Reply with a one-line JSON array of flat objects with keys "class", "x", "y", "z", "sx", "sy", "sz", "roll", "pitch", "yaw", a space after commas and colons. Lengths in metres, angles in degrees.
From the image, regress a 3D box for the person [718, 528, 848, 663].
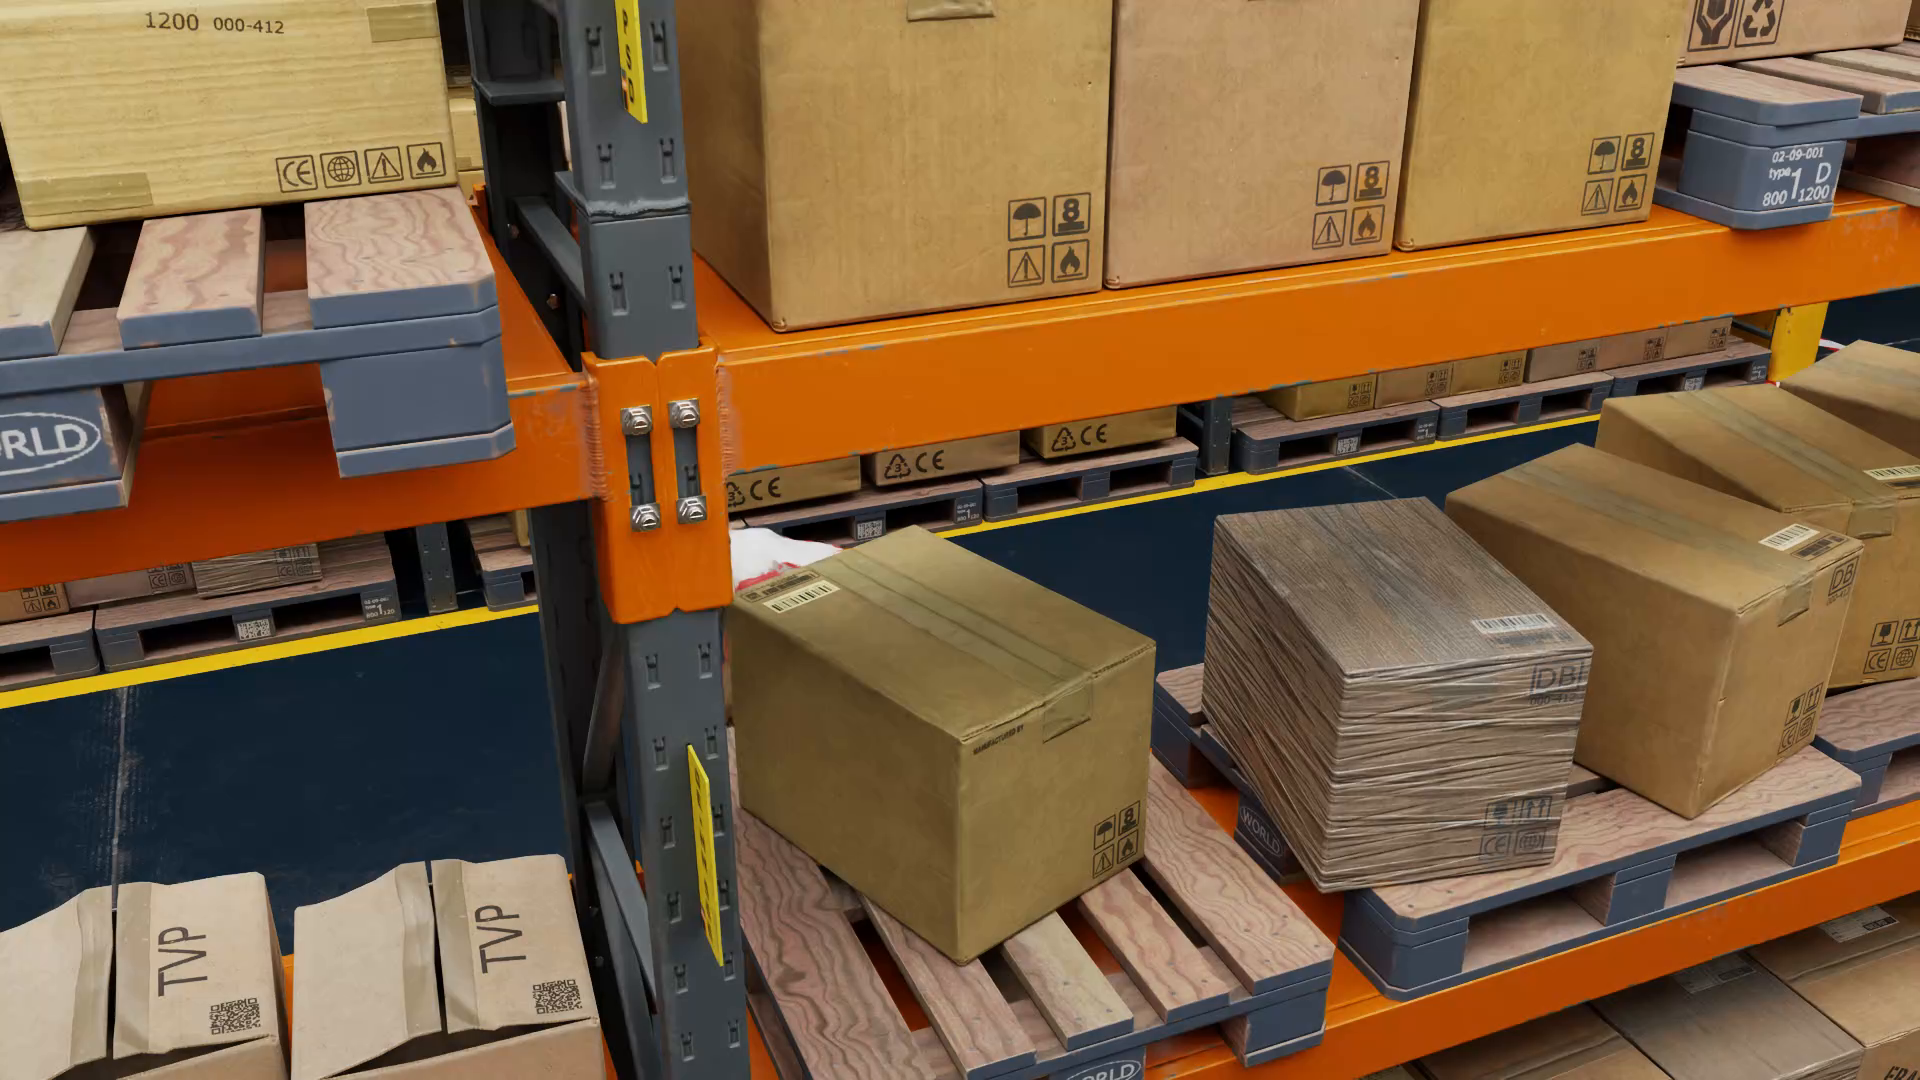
[{"class": "person", "x": -0.617, "y": 0.505, "z": 5.476, "sx": 0.887, "sy": 1.401, "sz": 0.480, "roll": -11, "pitch": 28, "yaw": -22}]
